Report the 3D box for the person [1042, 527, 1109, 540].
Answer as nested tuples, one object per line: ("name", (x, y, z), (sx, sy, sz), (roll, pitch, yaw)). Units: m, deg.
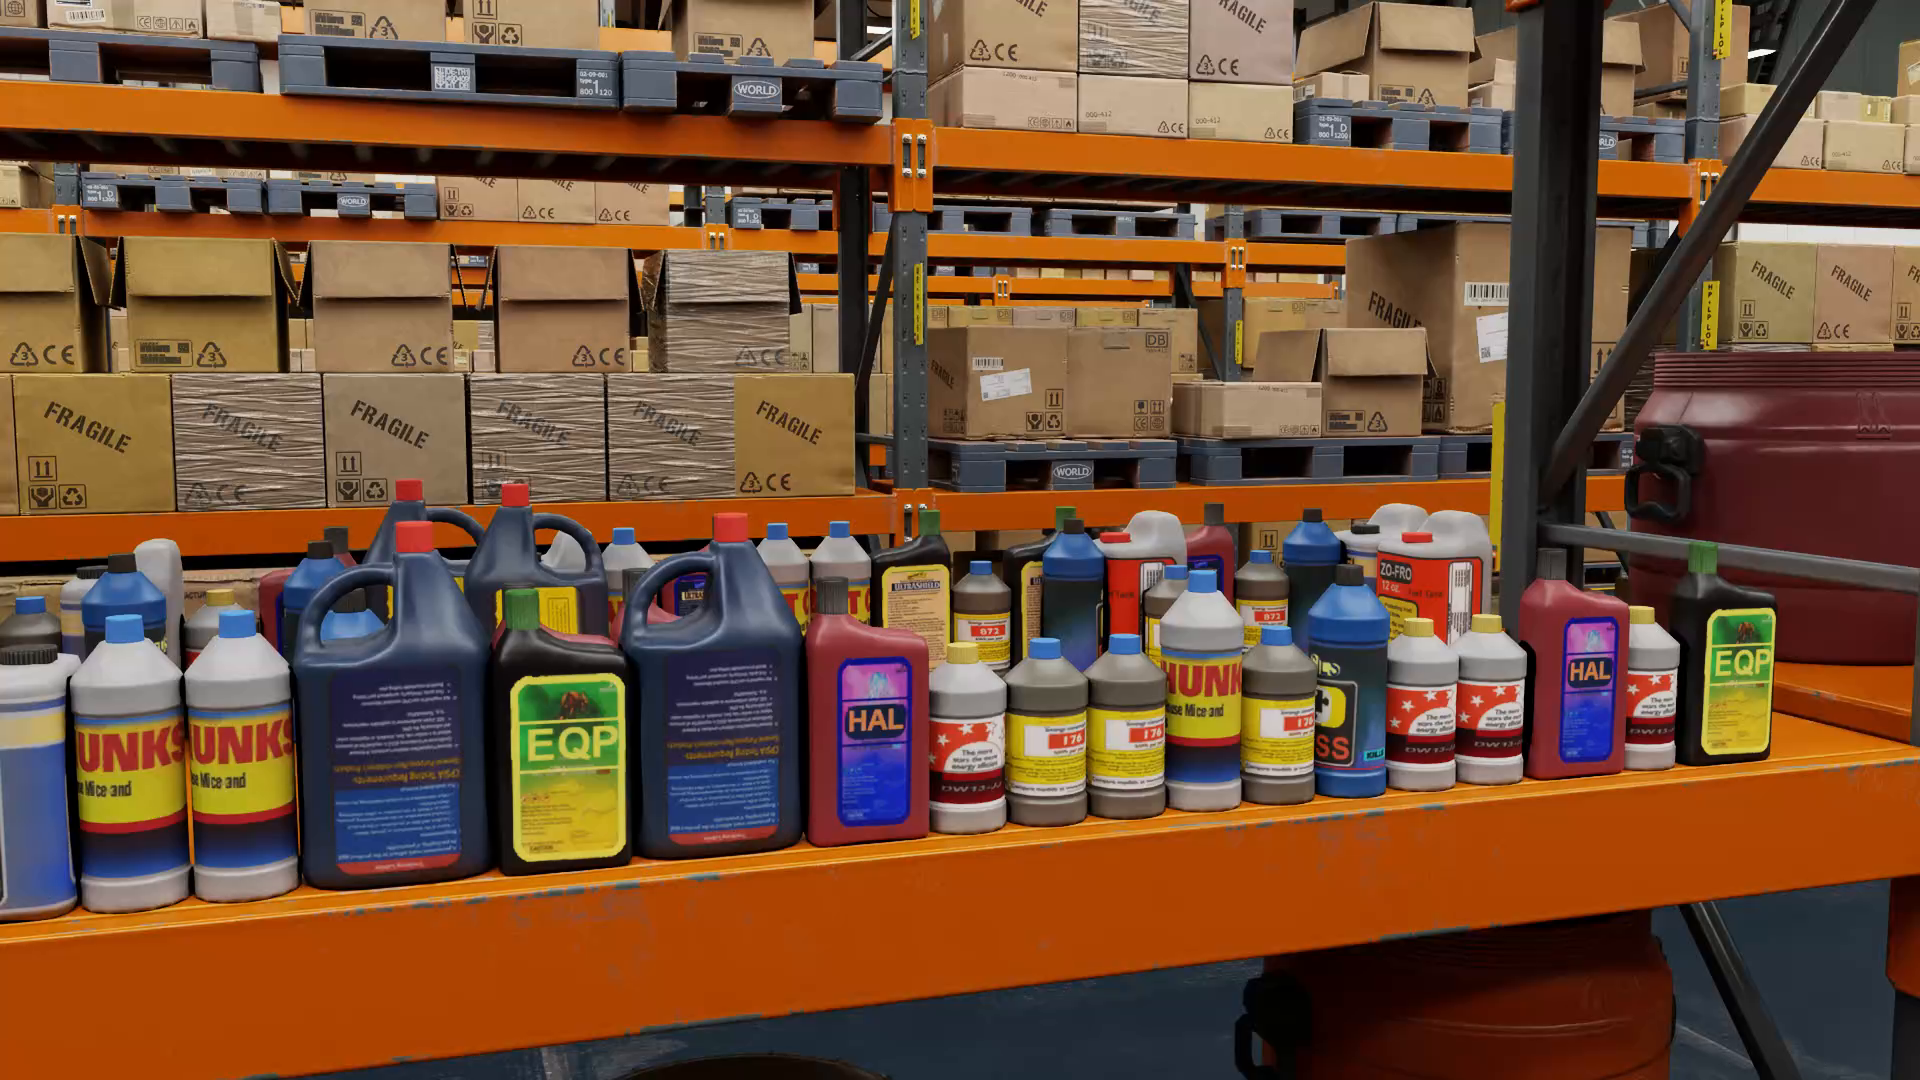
("person", (0.687, -0.019, 9.638), (0.420, 1.720, 0.579), (-2, 6, -19))
